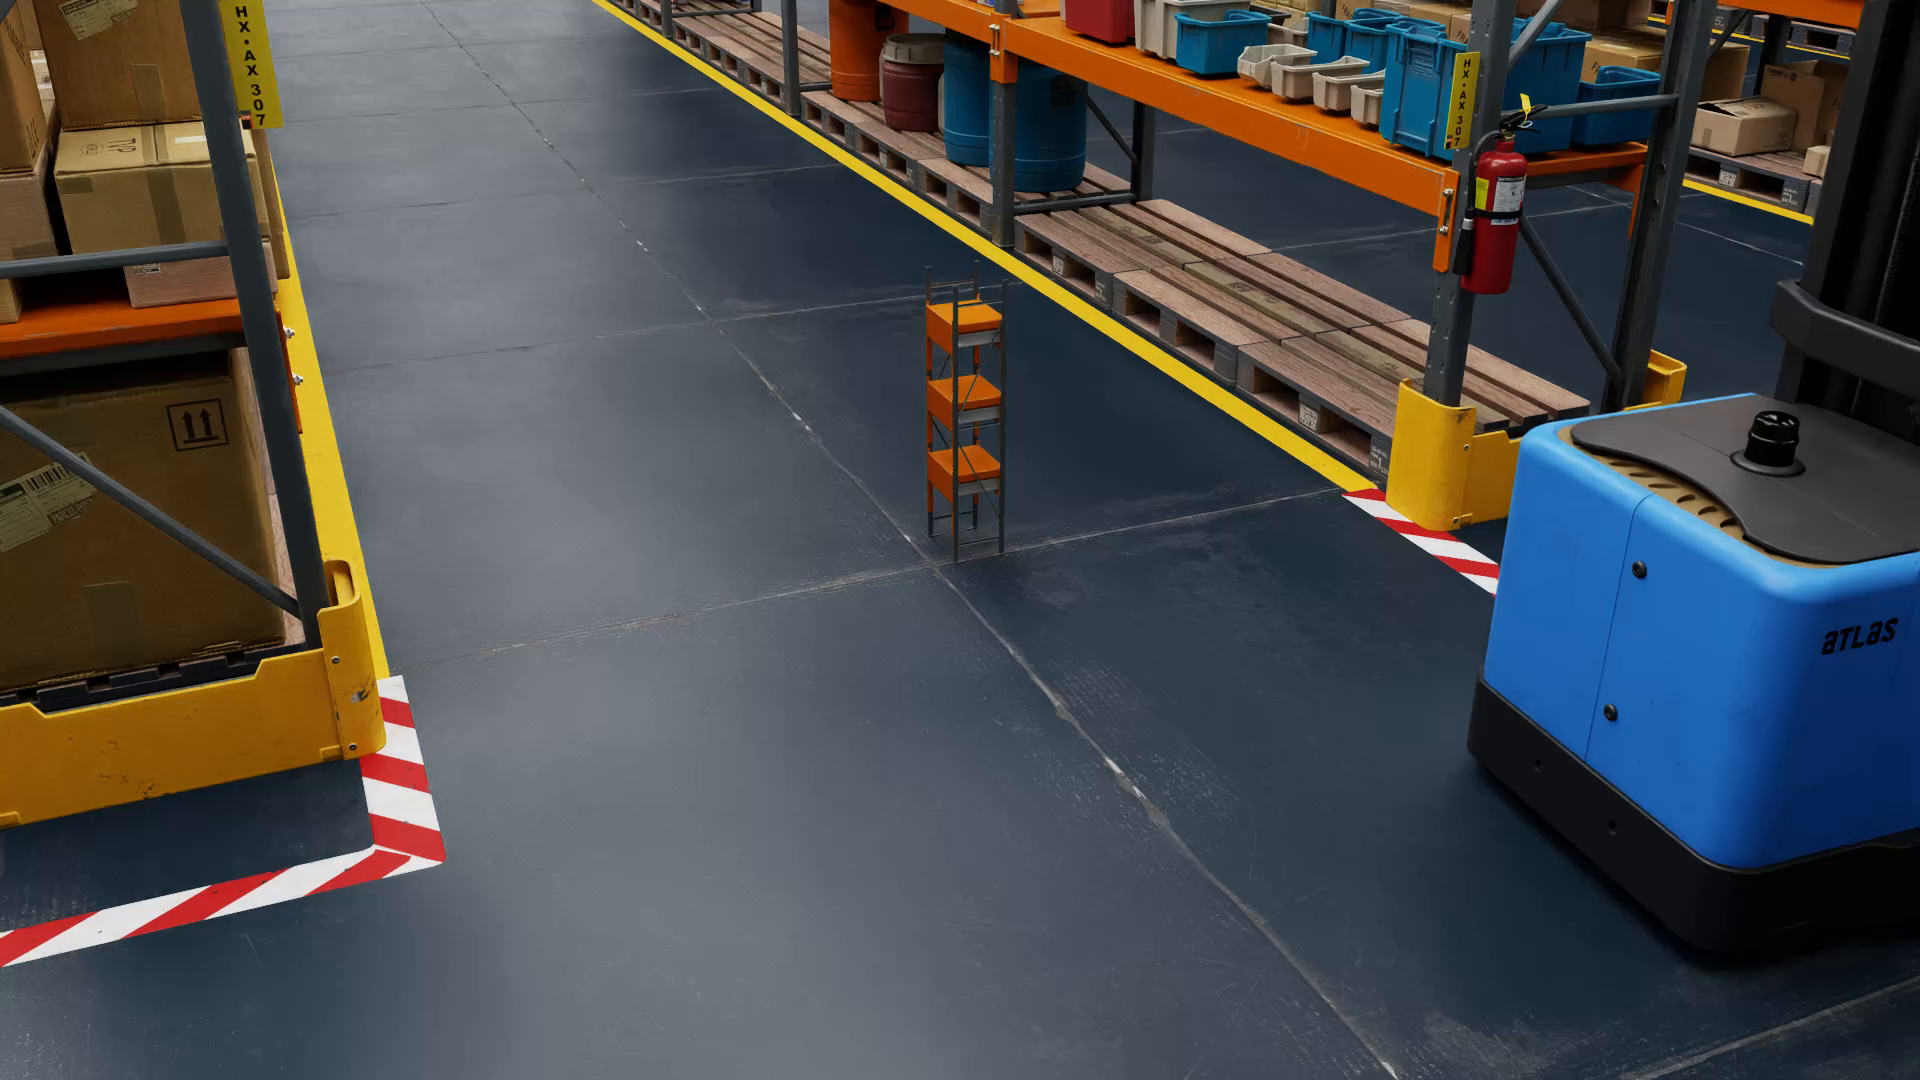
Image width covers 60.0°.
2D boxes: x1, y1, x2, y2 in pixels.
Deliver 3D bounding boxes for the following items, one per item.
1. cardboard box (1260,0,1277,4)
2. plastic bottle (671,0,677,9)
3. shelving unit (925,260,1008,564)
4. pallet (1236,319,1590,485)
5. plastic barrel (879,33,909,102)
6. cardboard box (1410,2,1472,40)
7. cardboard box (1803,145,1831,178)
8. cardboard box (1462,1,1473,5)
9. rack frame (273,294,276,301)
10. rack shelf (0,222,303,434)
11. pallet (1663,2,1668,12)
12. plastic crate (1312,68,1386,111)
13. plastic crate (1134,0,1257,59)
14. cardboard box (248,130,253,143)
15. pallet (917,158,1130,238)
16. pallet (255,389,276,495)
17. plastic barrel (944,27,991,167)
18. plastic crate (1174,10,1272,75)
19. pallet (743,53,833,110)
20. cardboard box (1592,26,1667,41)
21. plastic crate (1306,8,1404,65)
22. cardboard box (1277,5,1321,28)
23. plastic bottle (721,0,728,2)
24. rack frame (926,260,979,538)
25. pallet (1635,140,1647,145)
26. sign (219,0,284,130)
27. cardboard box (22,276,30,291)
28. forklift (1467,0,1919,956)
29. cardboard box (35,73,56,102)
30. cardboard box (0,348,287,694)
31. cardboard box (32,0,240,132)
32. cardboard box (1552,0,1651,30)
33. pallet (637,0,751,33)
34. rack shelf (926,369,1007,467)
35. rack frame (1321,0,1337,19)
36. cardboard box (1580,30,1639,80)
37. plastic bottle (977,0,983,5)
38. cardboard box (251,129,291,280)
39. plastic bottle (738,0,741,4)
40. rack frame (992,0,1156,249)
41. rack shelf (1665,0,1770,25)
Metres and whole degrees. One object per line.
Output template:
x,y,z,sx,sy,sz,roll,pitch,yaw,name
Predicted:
3.024,-5.209,15.516,0.500,0.311,0.500,-11,28,-21,cardboard box
-2.889,-5.424,16.629,0.097,0.201,0.097,0,26,0,plastic bottle
0.021,-0.450,5.975,0.215,1.050,0.252,-11,28,-21,shelving unit
1.952,-0.633,7.307,1.003,0.211,1.213,-11,28,-21,pallet
-0.383,-3.440,12.234,0.421,0.512,0.421,0,26,0,plastic barrel
3.983,-4.054,13.482,0.500,0.500,0.500,-11,28,-21,cardboard box
5.545,-2.382,10.437,0.380,0.166,0.250,-11,28,-21,cardboard box
4.450,-4.154,13.687,0.500,0.500,0.500,-12,28,-22,cardboard box
-3.885,-2.311,7.564,1.000,3.000,0.127,-11,28,-21,rack frame
-3.102,-1.180,6.068,1.077,0.370,4.000,-11,28,-21,rack shelf
7.443,-6.033,18.366,1.003,0.211,1.213,-11,28,-21,pallet
1.653,-1.873,6.899,0.396,0.136,0.243,-11,28,-21,plastic crate
1.101,-2.487,7.992,0.437,0.282,0.530,-11,28,-21,plastic crate
-2.661,-1.415,5.560,0.500,0.250,0.500,-12,28,-22,cardboard box
0.409,-2.227,10.571,1.003,0.211,1.213,-11,28,-21,pallet
-3.177,-0.244,6.509,1.003,0.211,1.213,-11,28,-21,pallet
0.198,-2.916,10.716,0.600,0.901,0.708,-11,28,-21,plastic barrel
1.199,-2.284,7.631,0.416,0.233,0.300,-11,28,-21,plastic crate
-1.162,-3.843,13.880,1.003,0.211,1.213,-11,28,-21,pallet
5.047,-3.536,12.422,0.500,0.500,0.500,-10,28,-20,cardboard box
1.812,-2.308,7.680,0.416,0.233,0.300,-11,28,-21,plastic crate
3.235,-4.750,15.215,0.500,0.250,0.500,-10,28,-19,cardboard box
-2.431,-5.680,17.058,0.061,0.283,0.133,-11,28,-21,plastic bottle
-0.027,-0.499,6.076,0.200,1.050,0.008,-11,28,-21,rack frame
4.878,-3.080,12.318,1.003,0.211,1.213,-11,28,-21,pallet
-1.805,-1.213,4.239,0.100,0.325,0.005,-11,28,-21,sign
-2.864,-0.775,4.704,0.380,0.149,0.250,-10,28,-20,cardboard box
3.050,-0.676,4.295,3.031,2.935,1.130,-9,27,-18,forklift
-3.150,-1.322,5.372,0.500,0.250,0.500,-12,28,-22,cardboard box
-2.643,-0.174,5.131,0.875,0.875,0.875,-11,28,-21,cardboard box
-2.454,-1.541,4.965,0.500,0.500,0.500,-11,28,-22,cardboard box
4.875,-4.064,12.647,0.500,0.250,0.500,-11,28,-20,cardboard box
-2.685,-5.417,17.103,1.003,0.211,1.213,-11,28,-21,pallet
0.021,-0.441,5.980,0.215,0.259,0.240,-11,28,-21,rack shelf
3.665,-5.626,14.354,1.000,3.000,0.127,-11,28,-21,rack frame
4.589,-3.437,12.218,0.500,0.500,0.500,-10,28,-20,cardboard box
0.150,-3.218,9.649,0.097,0.201,0.097,0,26,0,plastic bottle
-4.154,-1.800,8.460,1.225,0.875,0.875,-10,28,-20,cardboard box
-2.222,-5.577,16.941,0.097,0.201,0.097,0,26,0,plastic bottle
0.673,-3.162,9.307,1.000,3.000,0.127,-11,28,-21,rack frame
4.448,-4.495,12.858,1.077,0.370,4.000,-11,28,-21,rack shelf
